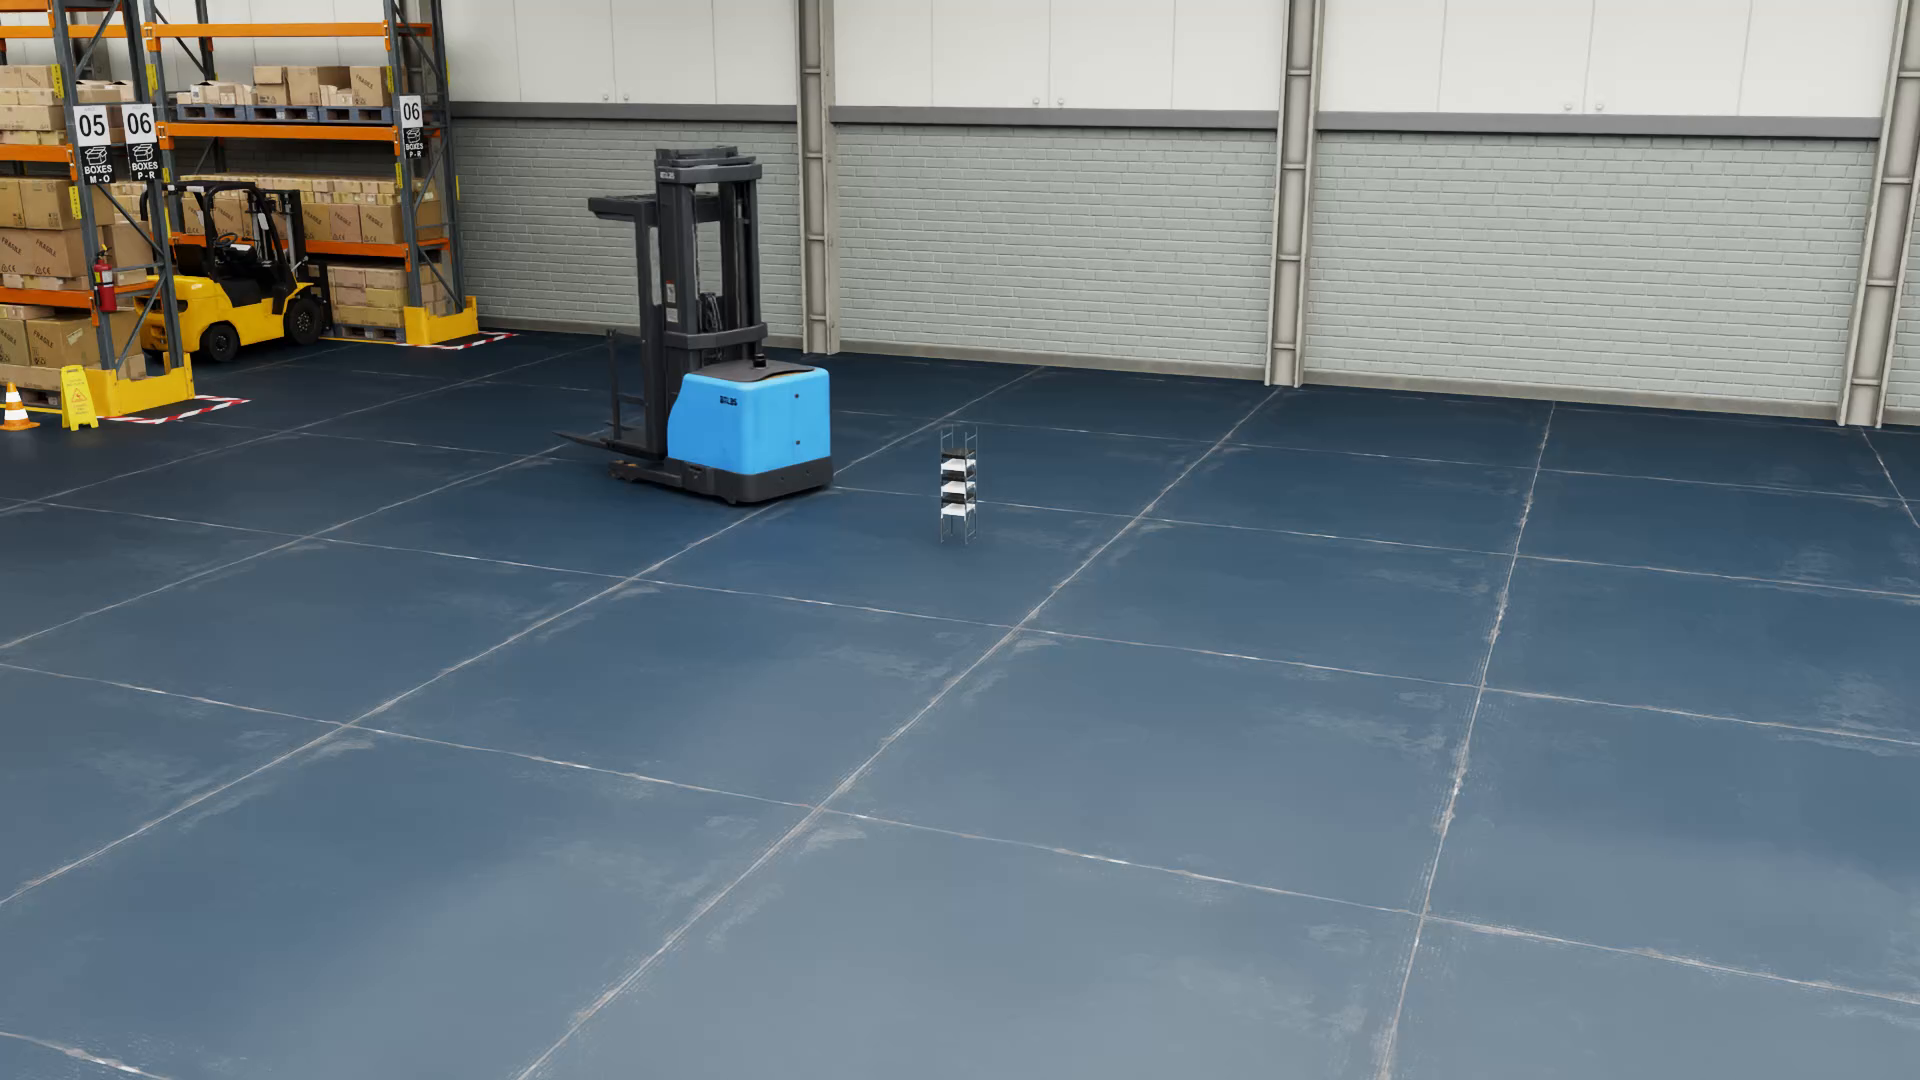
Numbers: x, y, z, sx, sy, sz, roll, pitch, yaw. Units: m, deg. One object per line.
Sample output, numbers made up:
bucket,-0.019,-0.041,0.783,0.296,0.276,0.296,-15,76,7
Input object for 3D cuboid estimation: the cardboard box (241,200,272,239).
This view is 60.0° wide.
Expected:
cardboard box,-9.497,-4.434,22.886,0.500,0.500,0.500,6,17,20

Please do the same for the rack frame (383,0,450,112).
rack frame,-7.055,-7.071,21.390,0.127,3.000,1.000,6,17,21

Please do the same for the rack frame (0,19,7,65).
rack frame,-14.497,-7.889,24.209,0.127,3.000,1.000,6,17,21

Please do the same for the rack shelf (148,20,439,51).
rack shelf,-8.916,-6.738,22.251,4.000,0.370,1.077,6,17,21

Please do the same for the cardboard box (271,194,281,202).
cardboard box,-9.145,-4.695,22.621,0.250,0.149,0.380,6,17,19

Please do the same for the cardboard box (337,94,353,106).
cardboard box,-7.938,-5.766,21.791,0.250,0.149,0.380,6,17,19

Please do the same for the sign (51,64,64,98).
sign,-9.095,-4.626,16.760,0.005,0.325,0.100,6,17,21

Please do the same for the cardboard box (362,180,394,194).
cardboard box,-7.707,-4.692,22.078,0.250,0.149,0.380,6,17,21

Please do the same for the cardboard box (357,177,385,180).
cardboard box,-7.996,-4.870,22.693,0.250,0.149,0.380,6,17,21

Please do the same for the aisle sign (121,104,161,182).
aisle sign,-8.702,-4.225,17.683,0.004,0.787,0.394,6,17,21

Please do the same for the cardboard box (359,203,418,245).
cardboard box,-7.609,-4.220,22.151,0.500,0.500,0.500,6,17,19

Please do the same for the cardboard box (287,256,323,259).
cardboard box,-9.305,-3.857,23.465,0.500,0.250,0.500,6,17,21

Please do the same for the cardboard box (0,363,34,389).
cardboard box,-10.203,-1.851,18.349,0.500,0.250,0.500,6,17,21

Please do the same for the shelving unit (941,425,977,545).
shelving unit,-0.008,-0.433,13.051,0.210,0.900,0.258,6,17,21

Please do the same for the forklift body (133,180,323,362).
forklift body,-9.489,-3.503,21.383,1.214,2.155,2.313,6,17,21

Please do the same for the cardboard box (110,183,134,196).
cardboard box,-11.924,-4.989,23.636,0.250,0.149,0.380,6,17,19

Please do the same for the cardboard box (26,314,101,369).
cardboard box,-9.714,-2.158,18.060,0.500,0.500,0.500,6,17,21

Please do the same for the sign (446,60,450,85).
sign,-6.846,-6.232,22.169,0.005,0.325,0.100,6,17,21

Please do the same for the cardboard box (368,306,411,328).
cardboard box,-7.608,-3.037,22.434,0.500,0.250,0.500,6,17,21

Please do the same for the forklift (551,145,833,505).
forklift,-2.566,-2.028,14.903,3.031,2.935,1.130,14,21,39

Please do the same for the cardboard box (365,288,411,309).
cardboard box,-7.623,-3.280,22.374,0.500,0.250,0.500,6,17,20

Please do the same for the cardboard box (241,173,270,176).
cardboard box,-9.899,-5.087,23.441,0.250,0.149,0.380,6,17,20

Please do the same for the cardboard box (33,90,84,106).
cardboard box,-9.296,-4.563,17.152,0.250,0.149,0.380,6,17,21

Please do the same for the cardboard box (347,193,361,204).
cardboard box,-7.948,-4.573,22.203,0.250,0.149,0.380,7,17,22

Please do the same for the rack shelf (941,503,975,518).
rack shelf,-0.008,-0.228,13.111,0.200,0.077,0.258,6,17,21

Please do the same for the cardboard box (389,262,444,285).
cardboard box,-7.433,-3.650,22.750,0.500,0.250,0.500,6,17,20

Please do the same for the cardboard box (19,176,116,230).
cardboard box,-9.428,-3.569,17.581,0.500,0.500,0.700,6,17,19

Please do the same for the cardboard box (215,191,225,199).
cardboard box,-10.082,-4.812,23.027,0.250,0.149,0.380,6,17,21

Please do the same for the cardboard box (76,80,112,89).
cardboard box,-12.253,-6.336,23.465,0.500,0.311,0.500,6,17,19

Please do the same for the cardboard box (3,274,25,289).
cardboard box,-10.057,-2.812,17.930,0.250,0.149,0.380,7,17,22

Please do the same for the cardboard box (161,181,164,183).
cardboard box,-11.487,-5.117,24.077,0.250,0.149,0.380,6,17,20

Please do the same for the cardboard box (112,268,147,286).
cardboard box,-9.113,-2.870,18.130,0.250,0.149,0.380,6,17,21

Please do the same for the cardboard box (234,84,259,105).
cardboard box,-9.507,-5.994,22.370,0.258,0.266,0.396,6,17,19

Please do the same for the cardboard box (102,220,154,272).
cardboard box,-9.212,-3.214,18.150,0.500,0.500,0.500,6,17,20

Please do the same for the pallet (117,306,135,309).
pallet,-11.476,-3.325,24.249,1.213,0.211,1.003,6,17,21

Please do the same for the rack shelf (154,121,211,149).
rack shelf,-12.637,-5.899,24.023,4.000,0.370,1.077,6,17,21

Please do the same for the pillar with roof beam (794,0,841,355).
pillar with roof beam,-3.370,-5.646,16.480,0.400,9.000,9.100,6,17,21

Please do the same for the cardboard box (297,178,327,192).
cardboard box,-8.690,-4.779,22.379,0.250,0.149,0.380,7,17,22

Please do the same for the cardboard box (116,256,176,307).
cardboard box,-11.985,-3.792,24.362,0.625,0.625,0.875,6,17,20

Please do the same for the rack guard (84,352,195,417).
rack guard,-8.944,-1.710,18.166,0.348,0.500,1.175,6,17,21

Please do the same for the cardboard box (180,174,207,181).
cardboard box,-10.589,-4.992,23.113,0.250,0.149,0.380,7,17,22

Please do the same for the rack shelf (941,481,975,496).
rack shelf,-0.008,-0.401,13.060,0.200,0.077,0.258,6,17,21

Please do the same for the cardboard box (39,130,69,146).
cardboard box,-9.308,-4.186,17.283,0.250,0.149,0.380,6,17,21

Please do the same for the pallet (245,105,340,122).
pallet,-8.842,-5.791,22.521,1.213,0.211,1.003,6,17,21

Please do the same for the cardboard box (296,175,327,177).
cardboard box,-8.965,-4.974,23.050,0.250,0.149,0.380,7,18,22

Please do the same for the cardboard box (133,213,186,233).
cardboard box,-11.341,-4.511,23.601,0.500,0.250,0.500,7,17,22

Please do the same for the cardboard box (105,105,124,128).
cardboard box,-9.243,-4.534,17.767,0.500,0.250,0.500,6,17,20

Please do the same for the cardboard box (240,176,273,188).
cardboard box,-9.619,-4.892,22.769,0.250,0.149,0.380,6,17,20

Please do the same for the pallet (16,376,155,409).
pallet,-9.687,-1.663,18.524,1.213,0.211,1.003,6,17,21

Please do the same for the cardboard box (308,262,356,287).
cardboard box,-8.548,-3.617,22.639,0.500,0.250,0.500,7,17,21

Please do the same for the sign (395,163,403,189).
sign,-7.267,-4.721,21.552,0.005,0.325,0.100,6,17,21
